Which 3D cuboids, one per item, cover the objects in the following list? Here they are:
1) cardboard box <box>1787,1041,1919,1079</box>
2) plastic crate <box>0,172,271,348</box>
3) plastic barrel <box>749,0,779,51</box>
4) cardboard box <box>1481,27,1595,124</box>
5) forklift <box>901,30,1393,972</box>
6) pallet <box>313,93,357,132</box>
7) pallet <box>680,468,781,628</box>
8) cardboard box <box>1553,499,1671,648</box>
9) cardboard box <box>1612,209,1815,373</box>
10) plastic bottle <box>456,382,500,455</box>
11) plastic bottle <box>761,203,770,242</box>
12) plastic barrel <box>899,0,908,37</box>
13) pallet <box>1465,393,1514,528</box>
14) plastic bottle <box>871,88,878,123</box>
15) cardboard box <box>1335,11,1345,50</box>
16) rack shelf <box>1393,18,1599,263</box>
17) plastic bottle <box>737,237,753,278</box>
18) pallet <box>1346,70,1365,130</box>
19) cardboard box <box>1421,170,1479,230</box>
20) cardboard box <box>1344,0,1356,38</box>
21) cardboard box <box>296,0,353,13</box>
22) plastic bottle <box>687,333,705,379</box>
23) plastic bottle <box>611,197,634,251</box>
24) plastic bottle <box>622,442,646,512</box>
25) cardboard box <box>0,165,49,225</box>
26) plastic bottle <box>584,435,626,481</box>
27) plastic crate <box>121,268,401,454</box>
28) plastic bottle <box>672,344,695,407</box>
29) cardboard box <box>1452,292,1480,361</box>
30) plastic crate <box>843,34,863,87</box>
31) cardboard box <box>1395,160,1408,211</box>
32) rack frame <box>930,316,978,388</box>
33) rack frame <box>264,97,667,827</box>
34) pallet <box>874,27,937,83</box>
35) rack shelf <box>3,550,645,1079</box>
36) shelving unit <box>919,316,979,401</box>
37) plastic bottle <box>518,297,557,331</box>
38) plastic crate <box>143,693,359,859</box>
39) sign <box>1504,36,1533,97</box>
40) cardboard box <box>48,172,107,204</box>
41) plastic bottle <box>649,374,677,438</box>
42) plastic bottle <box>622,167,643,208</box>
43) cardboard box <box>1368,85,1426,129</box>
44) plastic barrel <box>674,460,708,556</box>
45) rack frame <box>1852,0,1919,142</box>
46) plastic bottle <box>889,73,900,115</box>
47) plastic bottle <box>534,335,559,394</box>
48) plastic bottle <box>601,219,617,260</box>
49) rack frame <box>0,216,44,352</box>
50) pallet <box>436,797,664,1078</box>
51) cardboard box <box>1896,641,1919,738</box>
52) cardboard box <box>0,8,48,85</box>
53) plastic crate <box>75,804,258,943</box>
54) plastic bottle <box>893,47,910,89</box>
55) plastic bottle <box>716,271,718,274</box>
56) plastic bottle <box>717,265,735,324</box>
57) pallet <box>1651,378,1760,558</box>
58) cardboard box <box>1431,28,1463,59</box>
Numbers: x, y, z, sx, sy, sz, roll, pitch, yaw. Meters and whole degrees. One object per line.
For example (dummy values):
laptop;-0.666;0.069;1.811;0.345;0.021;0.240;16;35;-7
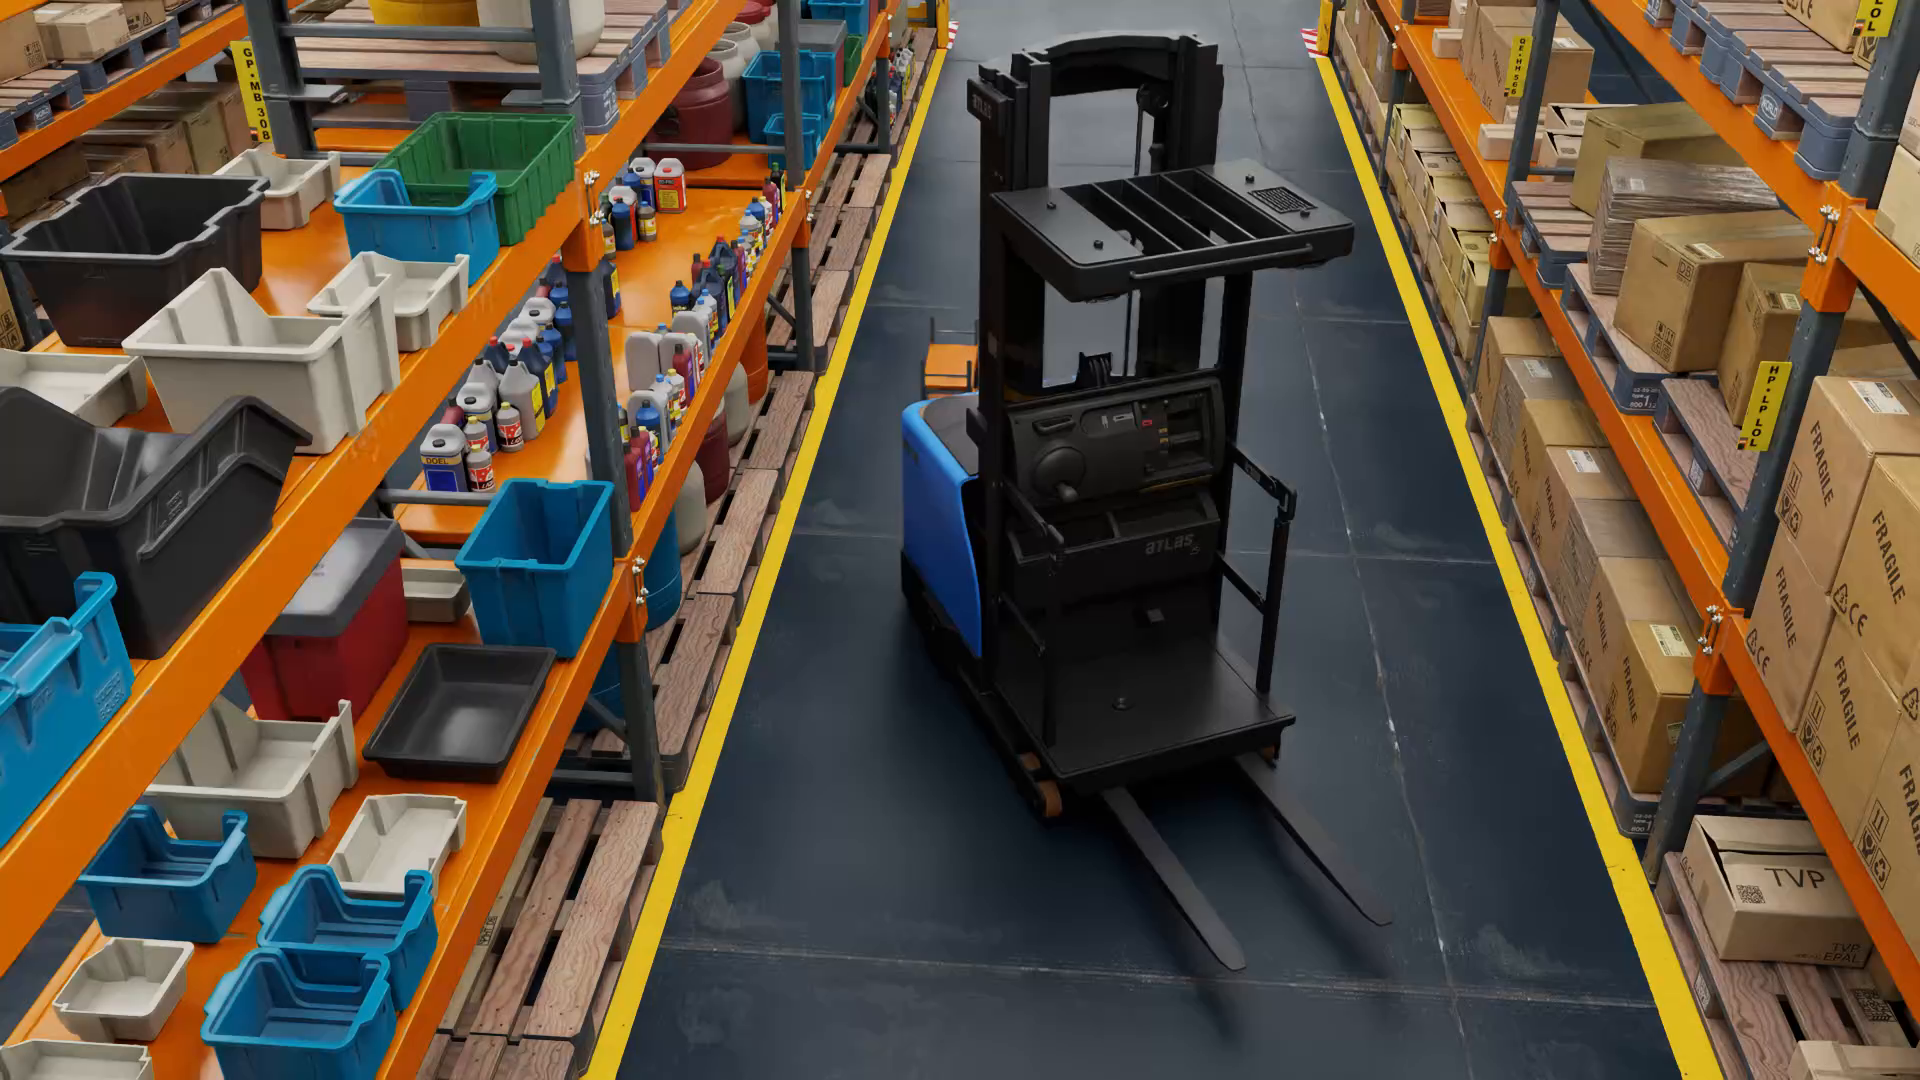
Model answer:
cardboard box;2.904;1.756;5.323;0.380;0.166;0.250;2;32;4
plastic crate;-2.097;-0.723;4.329;0.497;0.269;0.590;2;32;4
plastic barrel;-1.427;-3.506;11.450;0.433;0.535;0.433;0;32;0
cardboard box;3.660;-2.938;10.563;0.500;0.500;0.500;1;32;1
forklift;0.721;-0.341;6.510;1.130;2.935;3.031;-12;33;-18
pallet;-5.988;-3.700;14.552;1.003;0.211;1.213;2;32;4
pallet;-1.521;0.006;8.538;1.003;0.211;1.213;2;32;4
cardboard box;3.058;0.161;7.594;0.500;0.500;0.500;3;32;5
cardboard box;3.296;-1.074;7.137;0.700;0.500;0.500;-5;32;-9
plastic bottle;-1.983;-0.497;6.816;0.152;0.276;0.135;2;32;4
plastic bottle;-1.059;-1.685;8.815;0.097;0.201;0.097;0;32;0
plastic barrel;-0.723;-5.186;16.278;0.421;0.512;0.421;0;32;0
pallet;3.441;-0.441;9.265;1.003;0.211;1.213;2;32;4
plastic bottle;-0.715;-3.676;14.025;0.061;0.283;0.133;2;32;4
cardboard box;3.926;-4.938;16.124;0.500;0.250;0.500;2;32;4
rack shelf;3.703;-2.757;11.050;1.077;0.370;4.000;2;32;4
plastic bottle;-1.099;-1.431;8.402;0.097;0.201;0.097;0;32;0
pallet;4.069;-3.976;15.000;1.003;0.211;1.213;2;32;4
cardboard box;3.460;-2.347;11.385;0.500;0.311;0.500;3;32;5
cardboard box;3.887;-4.996;15.503;0.500;0.500;0.500;2;32;4
cardboard box;-5.834;-4.774;15.620;0.500;0.500;0.500;5;32;9
plastic bottle;-1.193;-0.824;7.418;0.097;0.201;0.097;0;32;0
plastic bottle;-1.768;-1.660;8.707;0.097;0.271;0.097;0;32;0
plastic bottle;-1.267;-0.263;6.429;0.061;0.283;0.133;2;32;4
cardboard box;-6.309;-2.236;10.768;0.500;0.250;0.500;4;32;6
plastic bottle;-1.368;-0.310;6.440;0.144;0.351;0.185;2;32;4
plastic crate;-1.560;-0.420;3.826;0.437;0.282;0.530;2;32;4
plastic bottle;-1.195;-0.728;7.183;0.061;0.283;0.133;2;32;4
cardboard box;3.339;-1.311;10.239;0.500;0.250;0.500;3;32;5
plastic crate;-0.932;-3.310;11.463;0.450;0.188;0.662;2;32;4
cardboard box;3.543;-2.650;12.411;0.500;0.250;0.500;3;32;5
rack frame;-0.028;-0.595;8.571;0.240;1.200;0.015;2;32;4
rack frame;-1.723;-0.139;6.117;1.000;3.000;0.127;2;32;4
pallet;-0.776;-4.761;16.274;1.003;0.211;1.213;2;32;4
rack shelf;-1.885;1.213;4.609;1.077;0.370;4.000;2;32;4
shelving unit;-0.047;-0.467;8.364;0.258;1.200;0.503;2;32;4
plastic bottle;-1.912;-0.953;7.555;0.152;0.276;0.135;2;32;4
plastic crate;-2.030;0.676;4.849;0.437;0.282;0.530;2;32;4
sign;2.986;-2.532;8.896;0.100;0.325;0.005;2;32;4
cardboard box;-6.266;-2.207;11.436;0.700;0.500;0.500;0;32;0
plastic bottle;-1.239;-0.561;6.924;0.097;0.271;0.097;0;32;0
plastic bottle;-1.791;-1.904;9.103;0.097;0.271;0.097;0;32;0
cardboard box;3.736;-3.630;14.002;0.500;0.250;0.500;2;32;4
plastic barrel;-1.469;-0.204;8.194;0.421;0.512;0.421;0;32;0
rack frame;3.214;-2.480;4.196;1.000;3.000;0.127;2;32;4
plastic bottle;-0.592;-3.786;14.141;0.144;0.351;0.185;3;32;5
plastic bottle;-1.816;-0.764;7.253;0.097;0.271;0.097;0;32;0
plastic bottle;-1.840;-1.563;8.616;0.097;0.201;0.097;0;32;0
rack frame;-6.333;-2.442;9.854;1.000;3.000;0.127;2;32;4
pallet;-1.744;1.434;6.222;1.003;0.211;1.213;2;32;4
cardboard box;2.811;0.379;4.228;0.500;0.500;0.500;2;32;3
cardboard box;-6.383;-3.244;10.659;0.700;0.500;0.500;7;32;11
plastic crate;-2.137;0.913;4.511;0.416;0.233;0.300;2;32;4
plastic bottle;-0.527;-4.205;14.819;0.144;0.351;0.185;4;32;6
plastic bottle;-1.184;-1.190;7.933;0.061;0.283;0.133;2;32;4
plastic bottle;-1.124;-1.187;7.929;0.061;0.283;0.133;2;32;4
pallet;3.388;-0.257;6.491;1.003;0.211;1.213;2;32;4
cardboard box;3.590;-3.547;11.887;0.380;0.149;0.250;2;32;4
